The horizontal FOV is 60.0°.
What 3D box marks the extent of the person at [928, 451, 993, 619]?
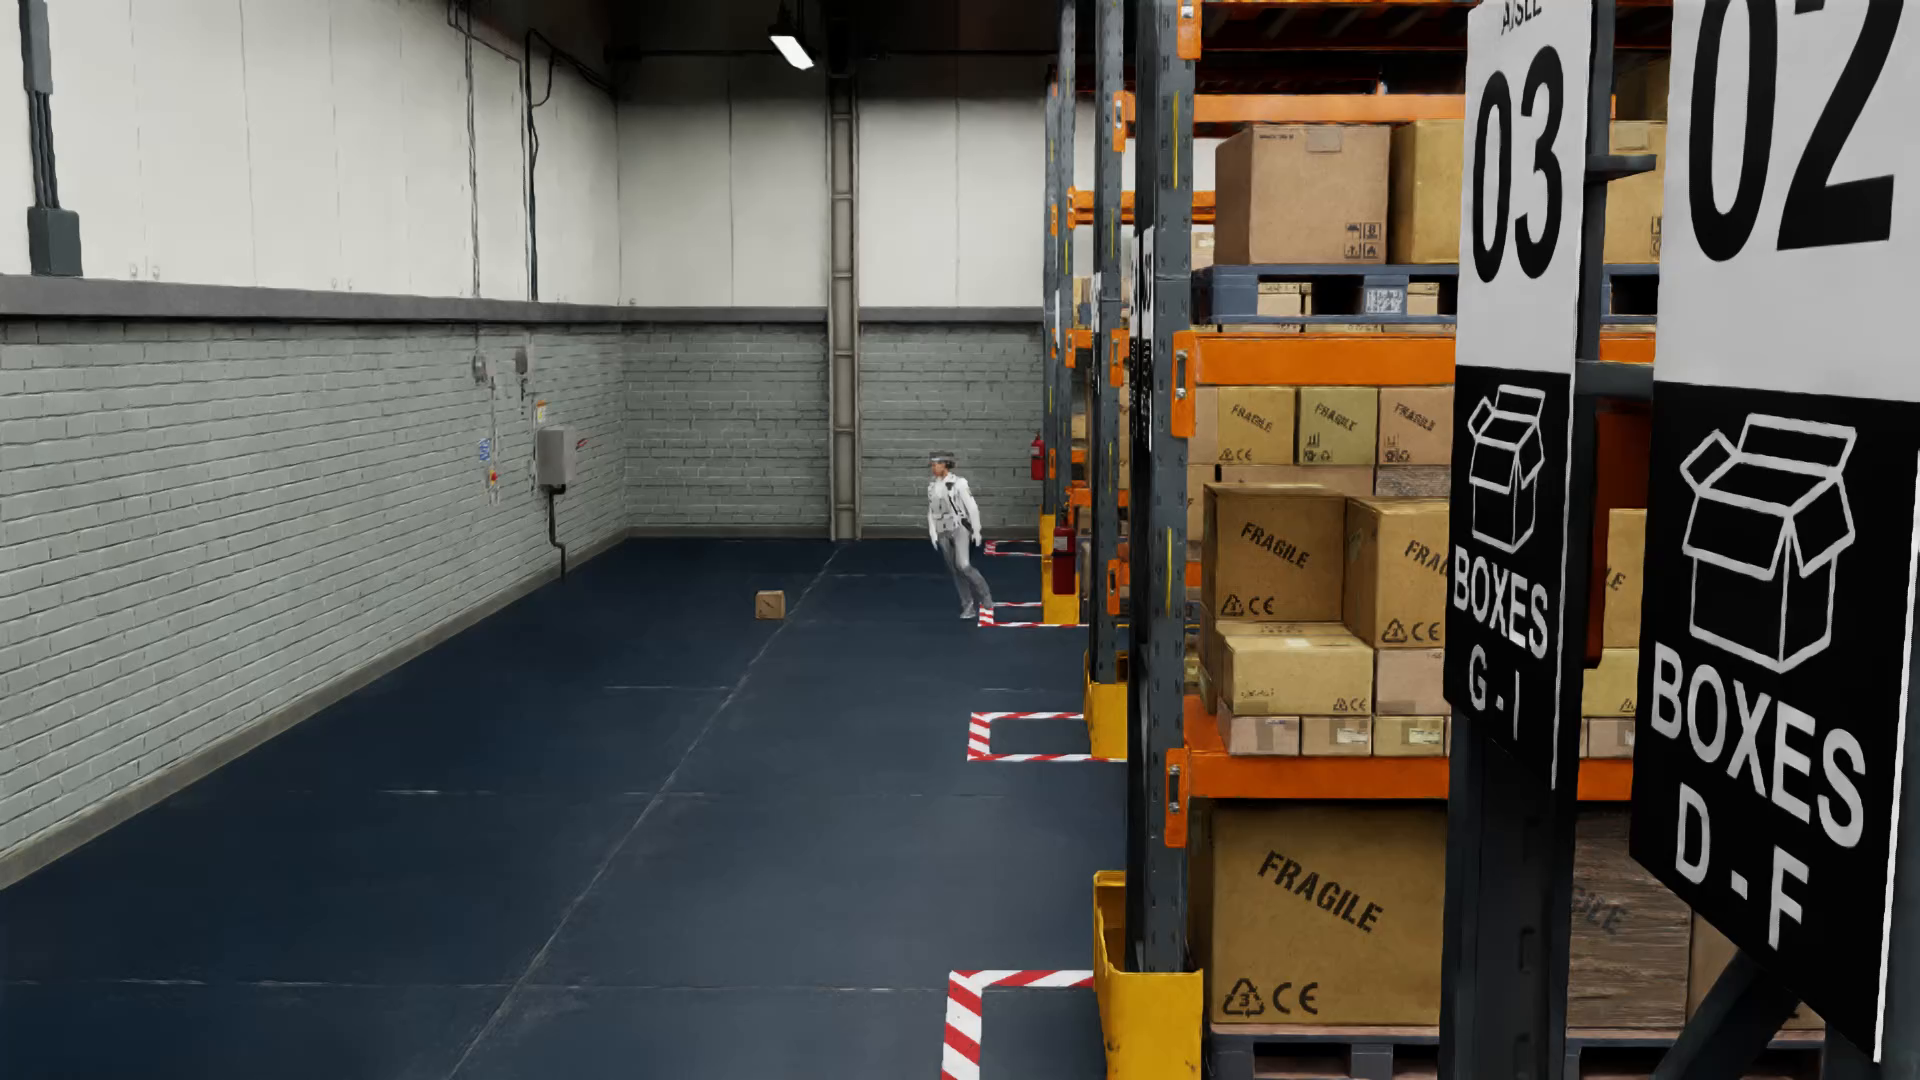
[{"bbox_3d":[-0.033,-0.058,16.200,0.625,1.625,0.473,5,9,34],"label":"person"}]
